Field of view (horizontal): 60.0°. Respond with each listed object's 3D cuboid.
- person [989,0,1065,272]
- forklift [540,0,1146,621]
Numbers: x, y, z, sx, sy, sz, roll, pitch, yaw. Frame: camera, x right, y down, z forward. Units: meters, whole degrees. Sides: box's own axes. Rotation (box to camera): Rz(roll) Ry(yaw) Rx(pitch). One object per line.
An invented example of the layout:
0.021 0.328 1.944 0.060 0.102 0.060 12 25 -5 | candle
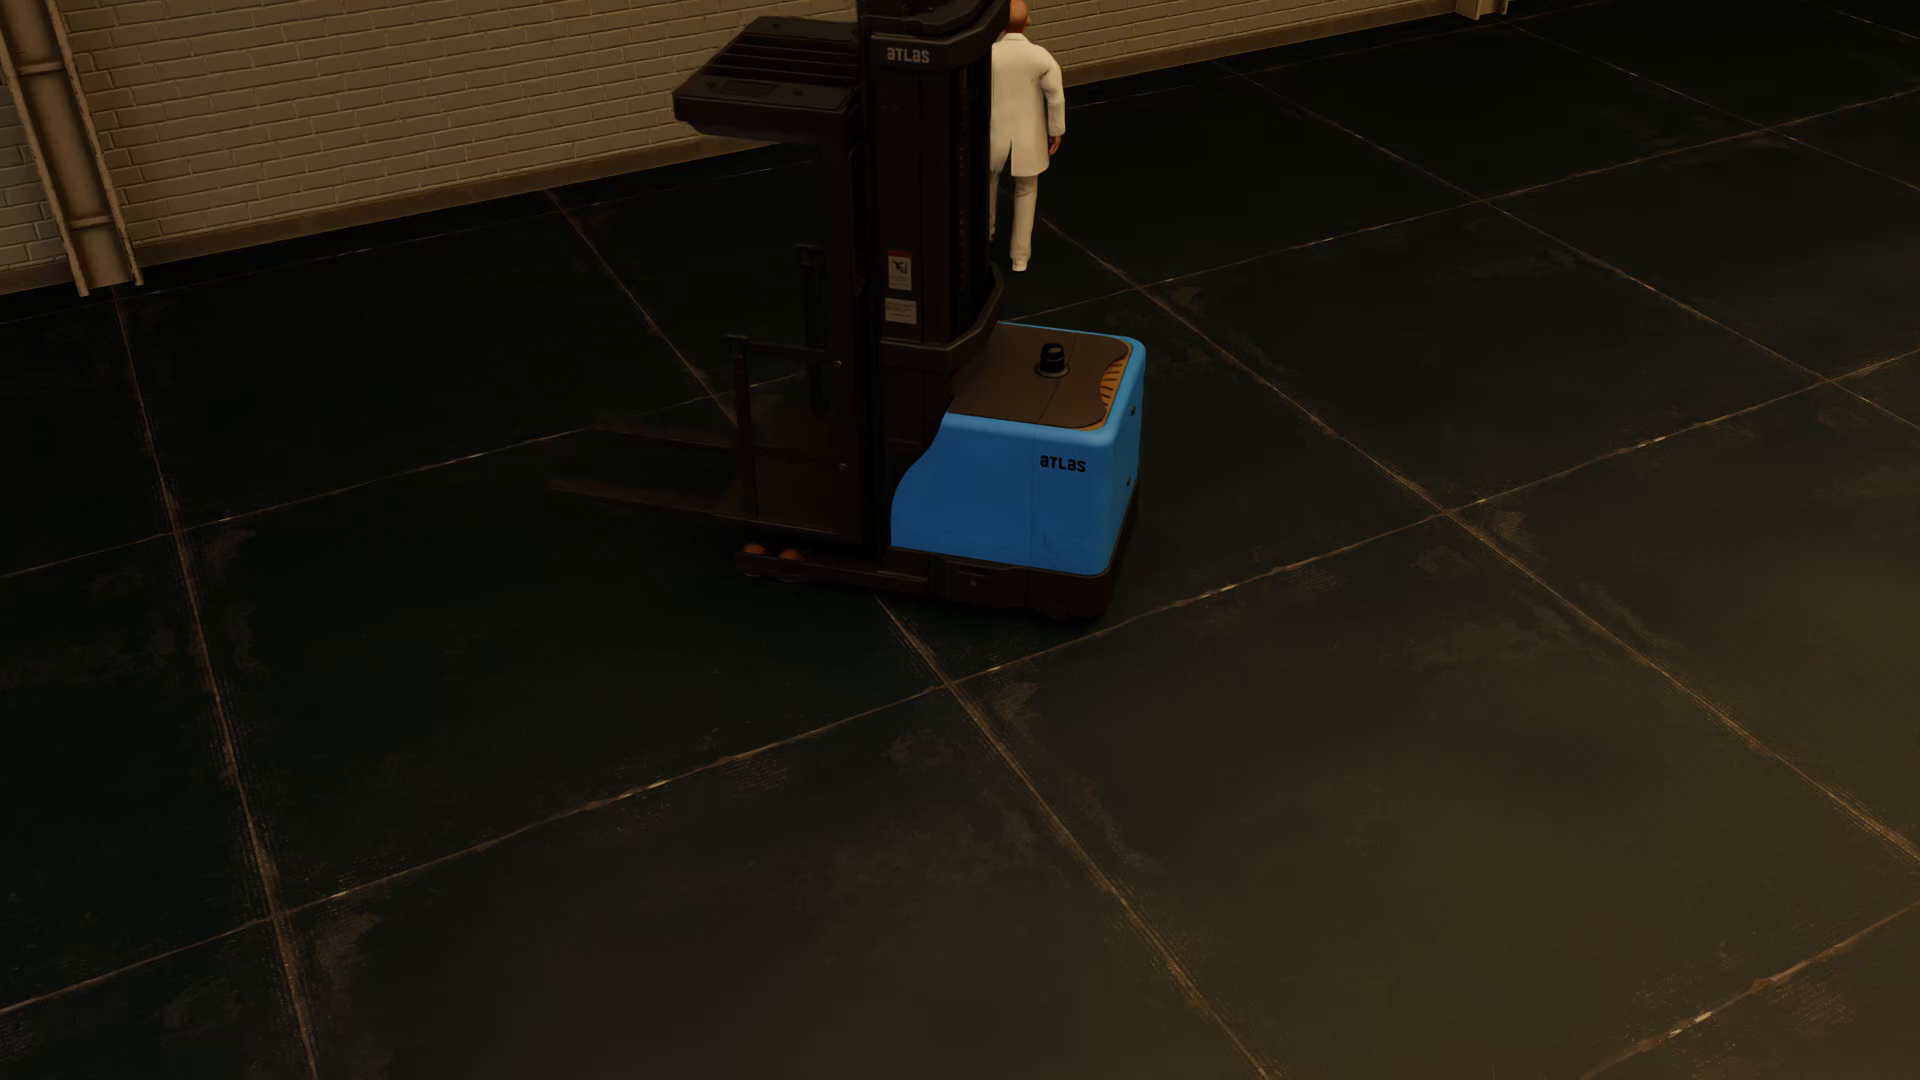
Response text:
0.339 -2.652 10.955 0.699 1.828 0.563 4 35 6 | person
-0.644 -1.265 7.913 3.031 2.935 1.130 9 36 12 | forklift
